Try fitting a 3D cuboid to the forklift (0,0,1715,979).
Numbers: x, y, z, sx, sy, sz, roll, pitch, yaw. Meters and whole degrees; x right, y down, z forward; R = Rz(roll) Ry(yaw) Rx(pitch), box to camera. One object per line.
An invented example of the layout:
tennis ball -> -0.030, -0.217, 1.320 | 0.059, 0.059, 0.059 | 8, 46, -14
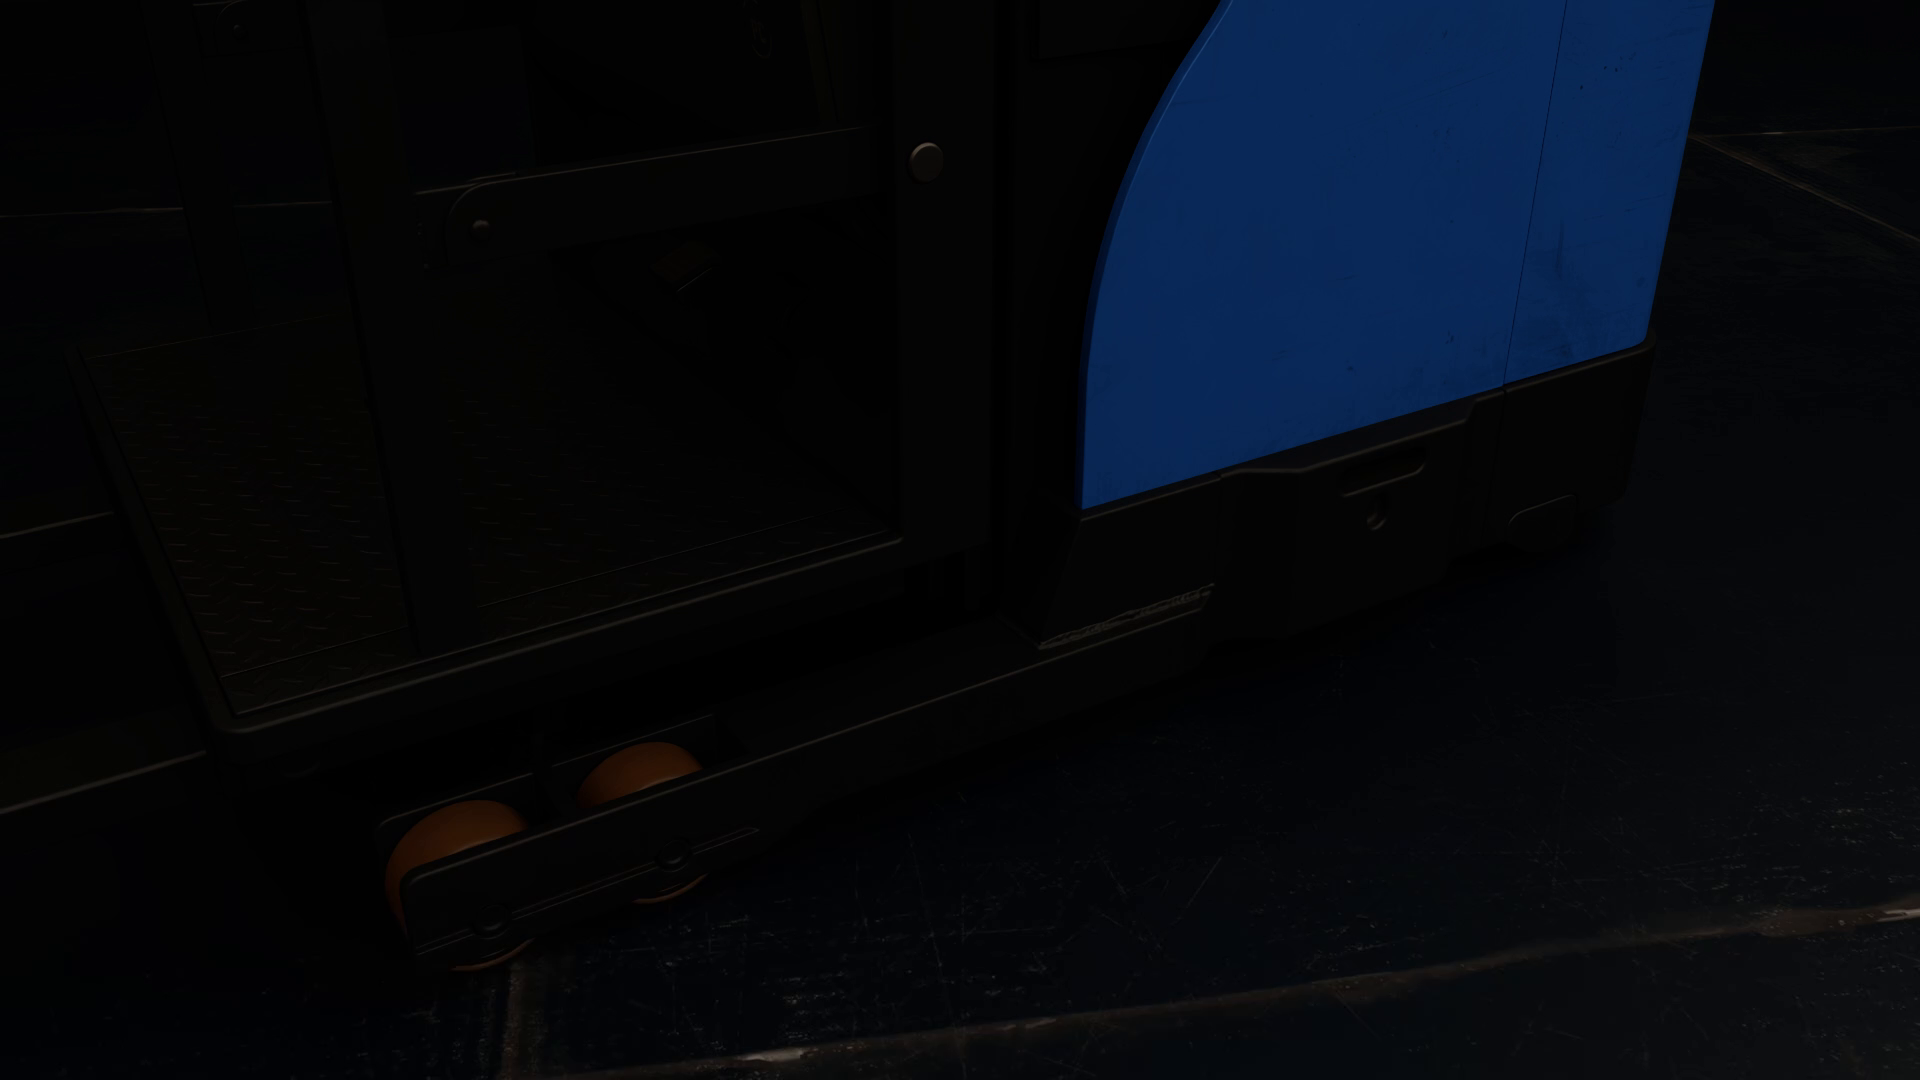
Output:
forklift -> -0.516, -1.144, 1.529 | 3.031, 2.935, 1.130 | -16, 32, -28
